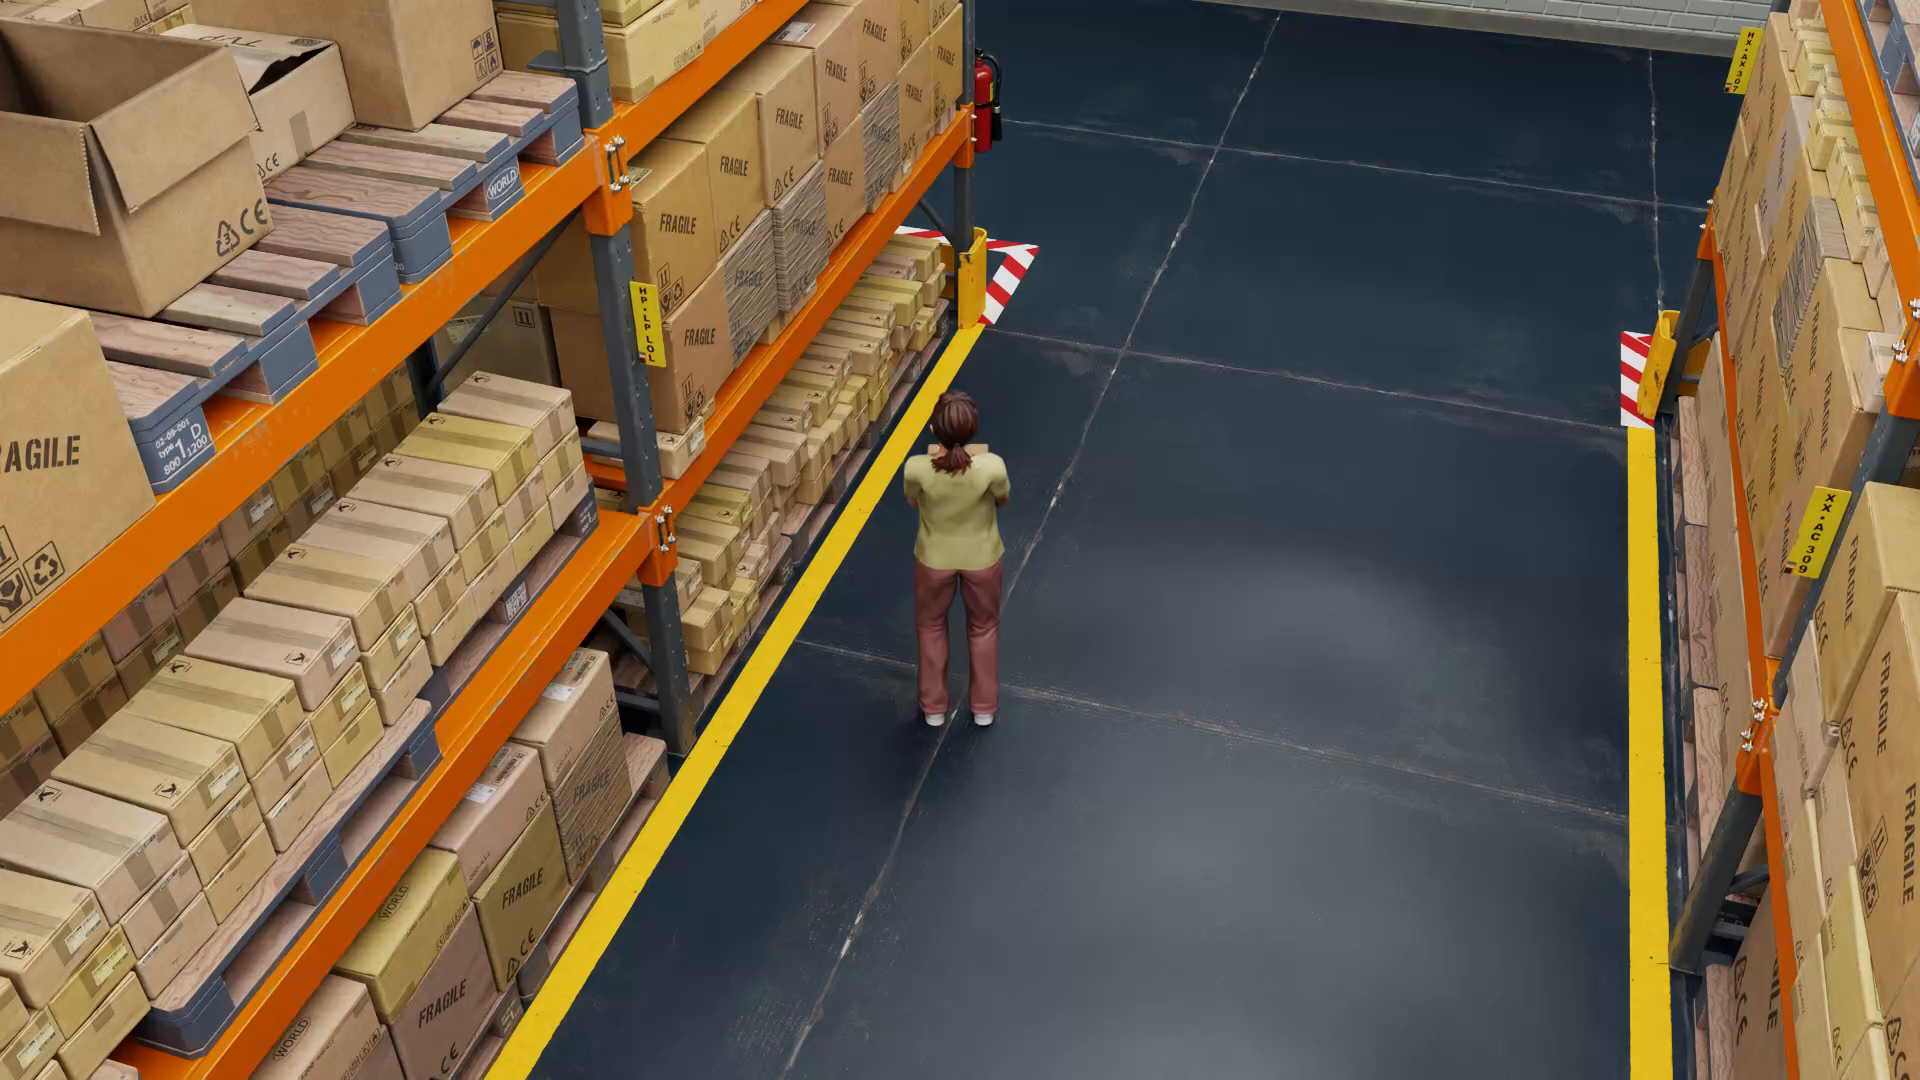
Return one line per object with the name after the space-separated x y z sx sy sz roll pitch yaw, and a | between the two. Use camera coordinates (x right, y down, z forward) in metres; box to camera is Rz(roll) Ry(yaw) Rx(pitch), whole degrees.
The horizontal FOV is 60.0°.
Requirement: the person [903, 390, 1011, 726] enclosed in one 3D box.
-0.012 0.043 6.852 0.425 1.655 0.561 0 37 0 | person
